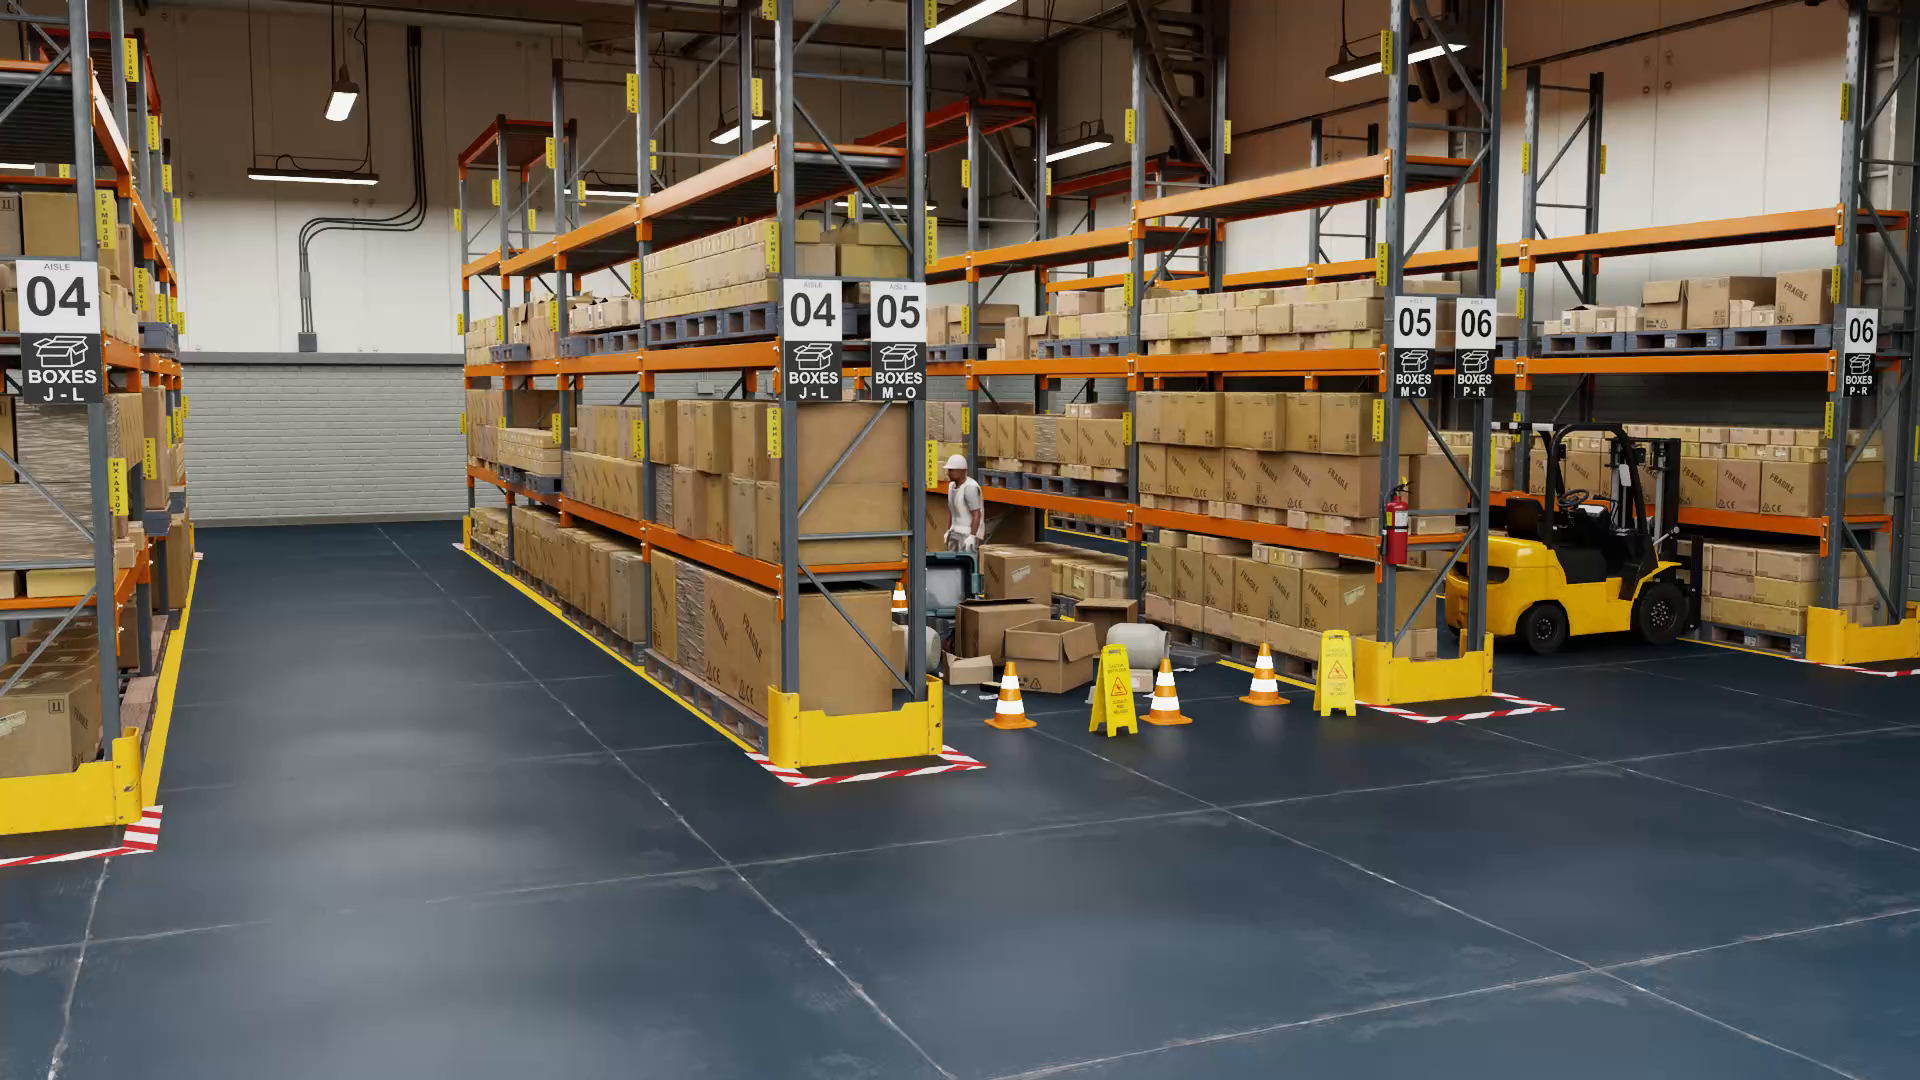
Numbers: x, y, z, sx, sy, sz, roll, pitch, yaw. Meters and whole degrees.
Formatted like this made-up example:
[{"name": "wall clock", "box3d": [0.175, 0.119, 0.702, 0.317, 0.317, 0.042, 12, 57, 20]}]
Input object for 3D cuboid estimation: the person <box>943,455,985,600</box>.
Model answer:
[{"name": "person", "box3d": [0.016, -0.031, 17.868, 0.450, 1.774, 0.617, -3, 6, -25]}]
